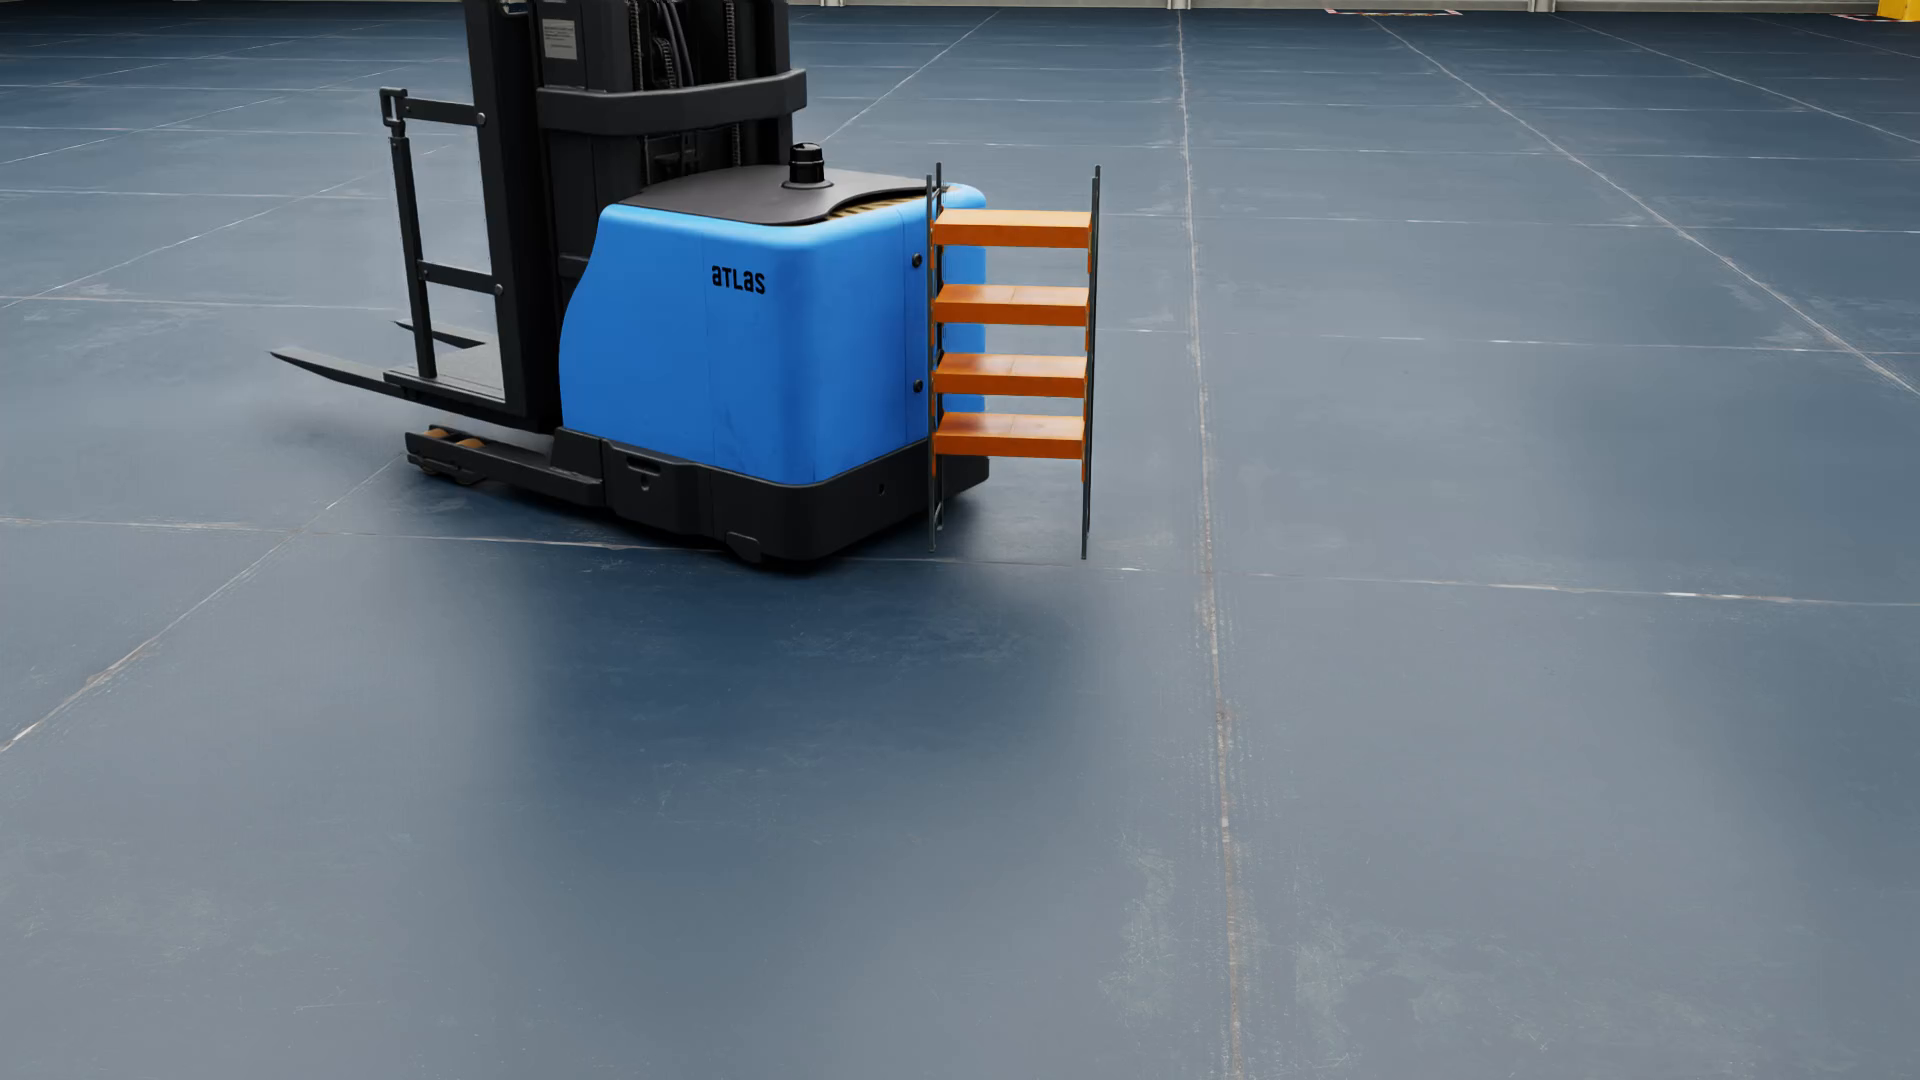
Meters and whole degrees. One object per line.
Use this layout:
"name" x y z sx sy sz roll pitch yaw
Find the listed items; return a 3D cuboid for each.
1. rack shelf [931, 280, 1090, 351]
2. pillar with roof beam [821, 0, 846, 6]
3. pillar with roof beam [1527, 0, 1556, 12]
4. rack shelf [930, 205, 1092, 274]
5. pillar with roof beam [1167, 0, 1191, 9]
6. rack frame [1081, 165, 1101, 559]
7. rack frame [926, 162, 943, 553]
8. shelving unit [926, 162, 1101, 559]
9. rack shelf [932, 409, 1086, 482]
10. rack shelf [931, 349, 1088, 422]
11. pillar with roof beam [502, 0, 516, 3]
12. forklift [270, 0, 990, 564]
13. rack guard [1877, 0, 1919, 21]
"rack shelf" 0.164 -0.696 5.144 0.480 0.148 0.258 2 22 6
"pillar with roof beam" -2.719 -11.966 23.466 0.400 9.000 9.100 2 22 6
"pillar with roof beam" 9.197 -11.446 22.153 0.400 9.000 9.100 2 22 6
"rack shelf" 0.164 -0.916 5.057 0.480 0.148 0.258 2 22 6
"pillar with roof beam" 3.239 -11.706 22.810 0.400 9.000 9.100 2 22 6
"rack frame" 0.407 -0.540 5.174 0.015 1.200 0.240 2 22 6
"rack frame" -0.078 -0.561 5.228 0.015 1.200 0.240 2 22 6
"shelving unit" 0.164 -0.551 5.201 0.503 1.200 0.258 2 22 6
"rack shelf" 0.164 -0.304 5.299 0.480 0.148 0.258 2 22 6
"rack shelf" 0.164 -0.488 5.226 0.480 0.148 0.258 2 22 6
"pillar with roof beam" -8.678 -12.225 24.123 0.400 9.000 9.100 2 22 6
"forklift" -1.391 -1.699 5.751 3.031 2.935 1.130 15 26 33
"rack guard" 14.941 -8.517 26.304 0.348 0.500 1.175 2 22 6
